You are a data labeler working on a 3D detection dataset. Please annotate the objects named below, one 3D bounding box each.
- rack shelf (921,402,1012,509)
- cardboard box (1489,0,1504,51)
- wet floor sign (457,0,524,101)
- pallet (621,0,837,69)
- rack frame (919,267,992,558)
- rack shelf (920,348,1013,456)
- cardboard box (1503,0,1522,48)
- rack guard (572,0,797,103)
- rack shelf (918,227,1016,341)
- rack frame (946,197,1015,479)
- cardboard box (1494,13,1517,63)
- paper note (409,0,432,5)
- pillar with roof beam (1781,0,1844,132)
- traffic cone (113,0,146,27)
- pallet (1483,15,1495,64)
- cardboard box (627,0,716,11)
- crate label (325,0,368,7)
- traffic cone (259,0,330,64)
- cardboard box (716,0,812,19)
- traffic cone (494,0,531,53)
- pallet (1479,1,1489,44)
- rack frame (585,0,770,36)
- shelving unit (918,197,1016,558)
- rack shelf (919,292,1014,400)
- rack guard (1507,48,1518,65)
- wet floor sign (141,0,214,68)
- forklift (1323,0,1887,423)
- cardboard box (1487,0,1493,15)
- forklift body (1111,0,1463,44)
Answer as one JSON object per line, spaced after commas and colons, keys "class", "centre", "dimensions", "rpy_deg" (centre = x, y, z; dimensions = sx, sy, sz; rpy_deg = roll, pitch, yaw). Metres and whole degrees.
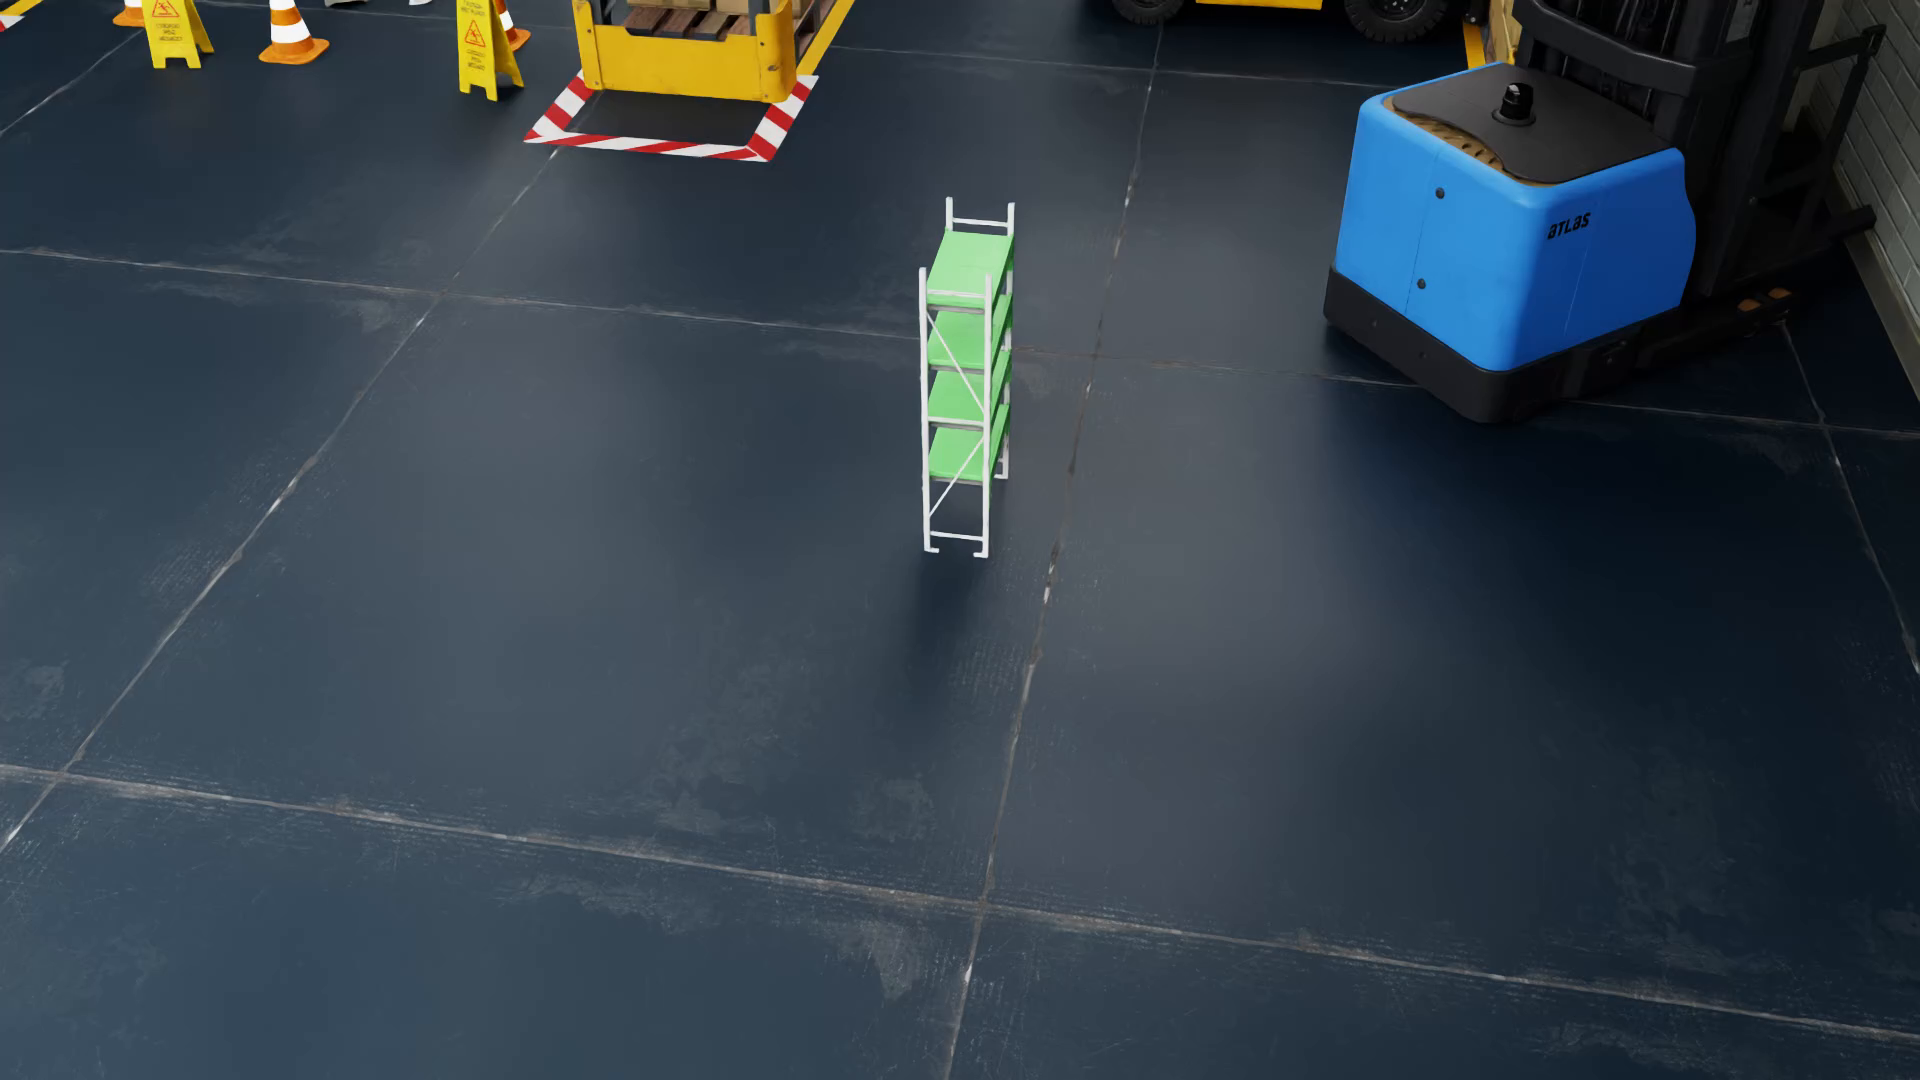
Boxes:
{"class": "rack shelf", "centre": [0.029, -0.332, 6.187], "dimensions": [0.258, 0.148, 0.480], "rpy_deg": [6, 40, 8]}
{"class": "cardboard box", "centre": [3.227, -2.879, 9.206], "dimensions": [0.500, 0.250, 0.500], "rpy_deg": [6, 40, 8]}
{"class": "wet floor sign", "centre": [-2.615, -2.772, 9.097], "dimensions": [0.267, 0.644, 0.232], "rpy_deg": [20, 44, 23]}
{"class": "pallet", "centre": [-1.339, -3.160, 9.906], "dimensions": [1.003, 0.211, 1.213], "rpy_deg": [6, 40, 8]}
{"class": "rack frame", "centre": [-0.014, -0.413, 5.808], "dimensions": [0.240, 1.200, 0.015], "rpy_deg": [6, 40, 8]}
{"class": "rack shelf", "centre": [0.029, -0.517, 6.034], "dimensions": [0.258, 0.148, 0.480], "rpy_deg": [6, 40, 8]}
{"class": "cardboard box", "centre": [3.138, -2.771, 8.683], "dimensions": [0.500, 0.250, 0.500], "rpy_deg": [6, 40, 7]}
{"class": "rack guard", "centre": [-1.515, -2.765, 9.202], "dimensions": [1.175, 0.500, 0.348], "rpy_deg": [6, 40, 8]}
{"class": "rack shelf", "centre": [0.029, -0.887, 5.728], "dimensions": [0.258, 0.148, 0.480], "rpy_deg": [6, 40, 8]}
{"class": "rack frame", "centre": [0.071, -0.719, 6.179], "dimensions": [0.240, 1.200, 0.015], "rpy_deg": [6, 40, 8]}
{"class": "cardboard box", "centre": [3.132, -2.568, 8.830], "dimensions": [0.500, 0.250, 0.500], "rpy_deg": [7, 40, 8]}
{"class": "paper note", "centre": [-3.325, -3.349, 10.277], "dimensions": [0.148, 0.019, 0.142], "rpy_deg": [-6, 40, -8]}
{"class": "pillar with roof beam", "centre": [0.130, -6.260, 6.760], "dimensions": [9.100, 9.000, 0.400], "rpy_deg": [6, 40, 8]}
{"class": "traffic cone", "centre": [-4.930, -3.362, 9.954], "dimensions": [0.336, 0.463, 0.334], "rpy_deg": [6, 40, 8]}
{"class": "pallet", "centre": [3.453, -2.546, 9.163], "dimensions": [1.003, 0.211, 1.213], "rpy_deg": [6, 40, 8]}
{"class": "cardboard box", "centre": [-1.649, -3.335, 9.758], "dimensions": [0.500, 0.250, 0.500], "rpy_deg": [6, 40, 7]}
{"class": "crate label", "centre": [-3.801, -3.399, 10.254], "dimensions": [0.250, 0.136, 0.298], "rpy_deg": [-13, 41, -15]}
{"class": "traffic cone", "centre": [-3.876, -3.024, 9.545], "dimensions": [0.336, 0.463, 0.334], "rpy_deg": [6, 40, 8]}
{"class": "cardboard box", "centre": [-1.116, -3.259, 9.666], "dimensions": [0.500, 0.250, 0.500], "rpy_deg": [6, 40, 7]}
{"class": "traffic cone", "centre": [-2.724, -3.115, 9.655], "dimensions": [0.336, 0.463, 0.334], "rpy_deg": [6, 40, 8]}
{"class": "pallet", "centre": [3.666, -3.309, 10.087], "dimensions": [1.003, 0.211, 1.213], "rpy_deg": [6, 40, 8]}
{"class": "rack frame", "centre": [-1.528, -3.681, 8.348], "dimensions": [1.000, 3.000, 0.127], "rpy_deg": [6, 40, 8]}
{"class": "shelving unit", "centre": [0.029, -0.566, 5.993], "dimensions": [0.258, 1.200, 0.503], "rpy_deg": [6, 40, 8]}
{"class": "rack shelf", "centre": [0.029, -0.702, 5.881], "dimensions": [0.258, 0.148, 0.480], "rpy_deg": [6, 40, 8]}
{"class": "rack guard", "centre": [3.358, -2.157, 8.467], "dimensions": [1.175, 0.500, 0.348], "rpy_deg": [6, 40, 8]}
{"class": "wet floor sign", "centre": [-4.475, -3.019, 9.396], "dimensions": [0.267, 0.644, 0.232], "rpy_deg": [0, 40, 0]}
{"class": "forklift", "centre": [3.137, -2.294, 6.724], "dimensions": [3.031, 2.935, 1.130], "rpy_deg": [-20, 44, -23]}
{"class": "cardboard box", "centre": [3.323, -3.192, 9.585], "dimensions": [0.500, 0.250, 0.500], "rpy_deg": [7, 40, 8]}
{"class": "forklift body", "centre": [1.893, -4.200, 9.642], "dimensions": [2.313, 2.155, 1.214], "rpy_deg": [6, 40, 8]}
